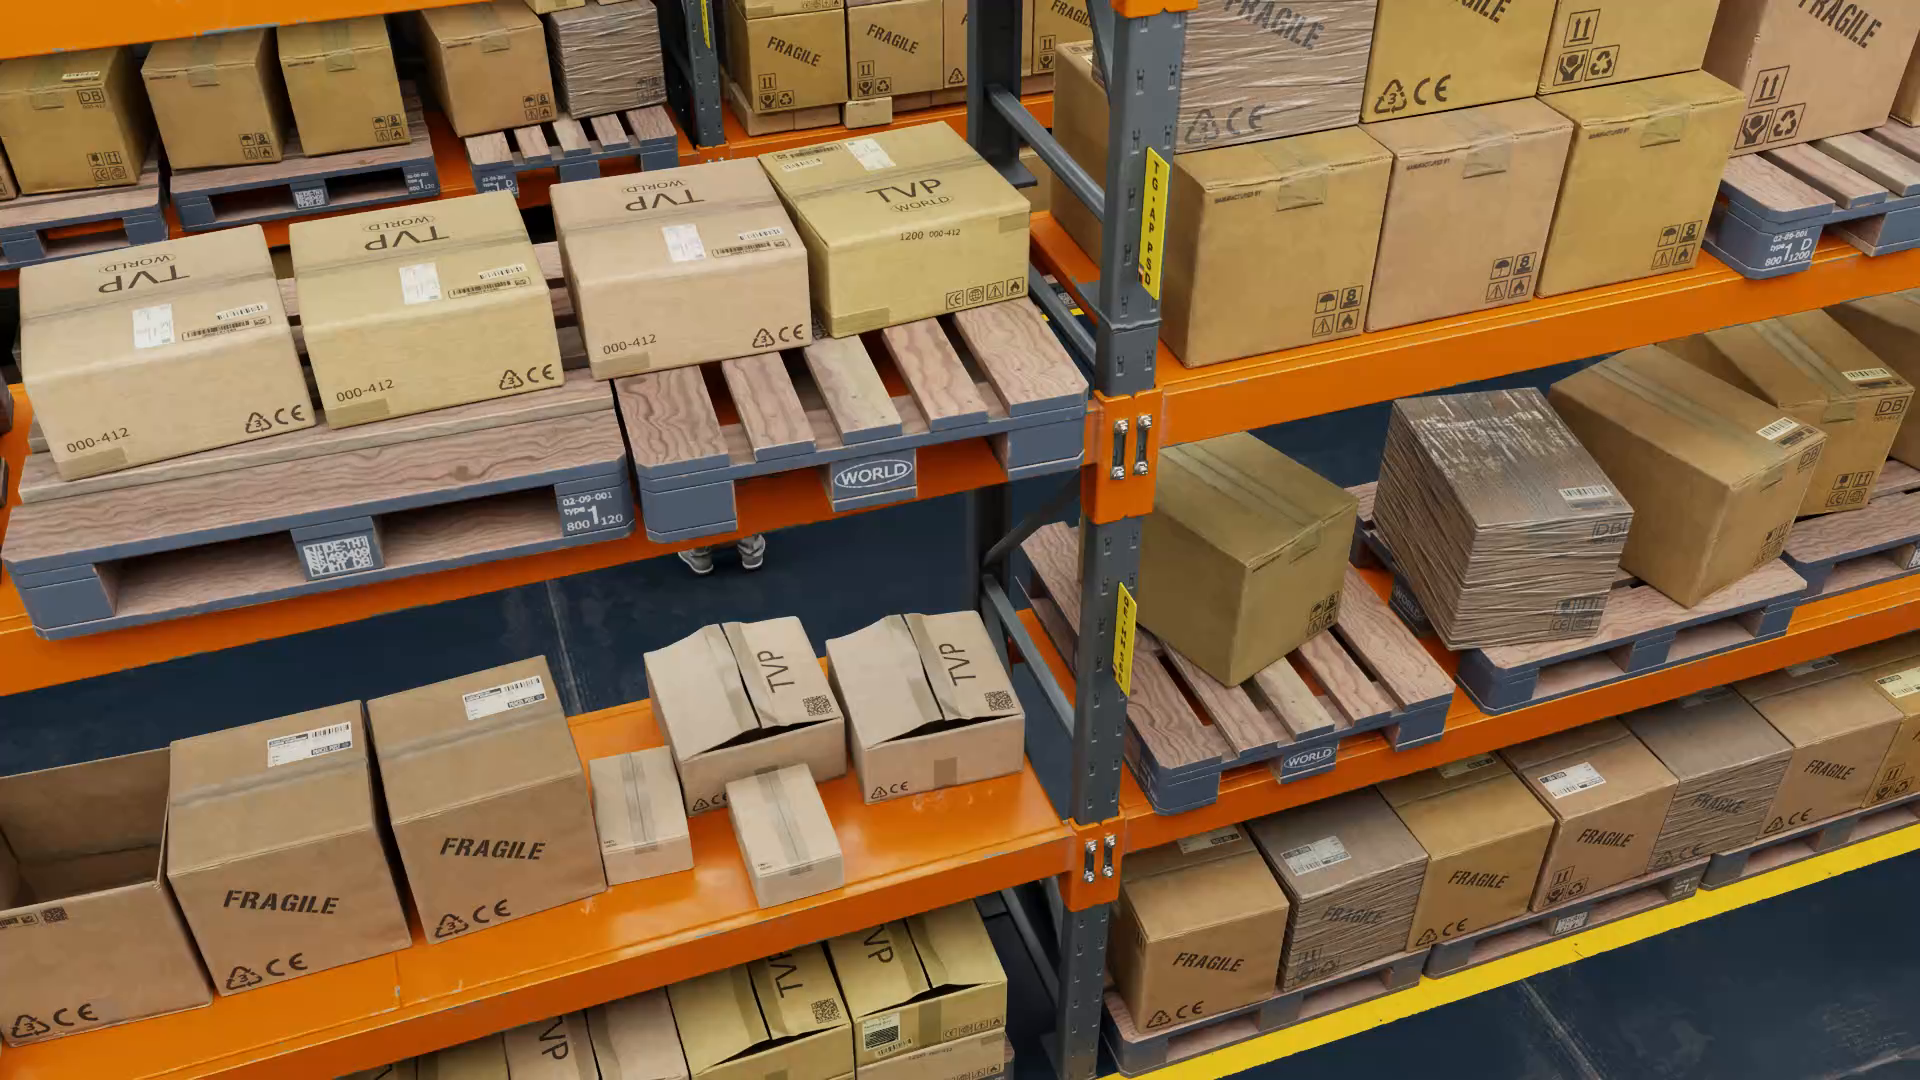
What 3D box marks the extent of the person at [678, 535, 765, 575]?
[{"bbox_3d":[-1.177,-0.540,7.474,0.541,1.661,0.415,-15,40,-18],"label":"person"}]
